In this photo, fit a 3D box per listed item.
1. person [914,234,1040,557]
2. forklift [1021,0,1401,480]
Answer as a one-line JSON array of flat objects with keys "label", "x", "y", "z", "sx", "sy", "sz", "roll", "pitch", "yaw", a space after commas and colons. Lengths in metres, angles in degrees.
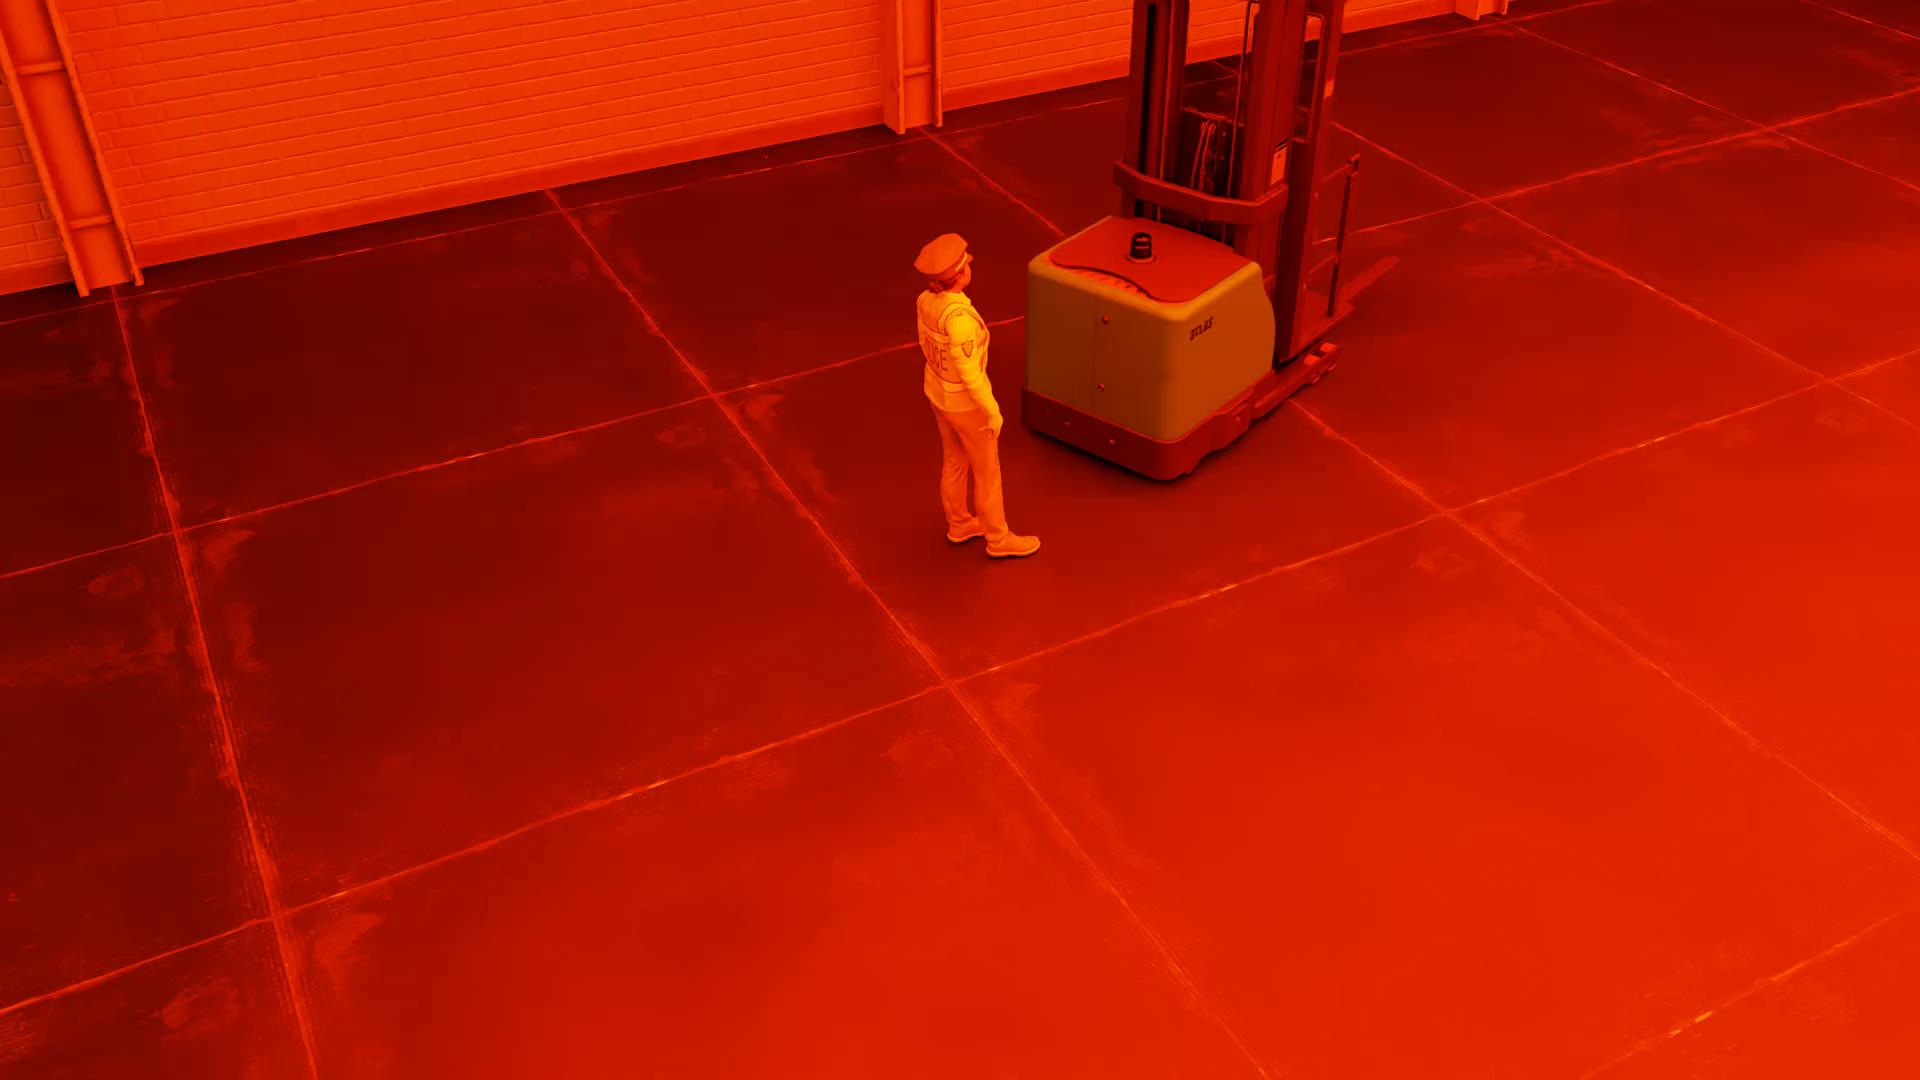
[{"label": "person", "x": 0.063, "y": -0.713, "z": 8.191, "sx": 0.531, "sy": 1.695, "sz": 0.587, "roll": -17, "pitch": 39, "yaw": -23}, {"label": "forklift", "x": 1.669, "y": -2.304, "z": 9.383, "sx": 1.130, "sy": 2.935, "sz": 3.031, "roll": 25, "pitch": 42, "yaw": 31}]
